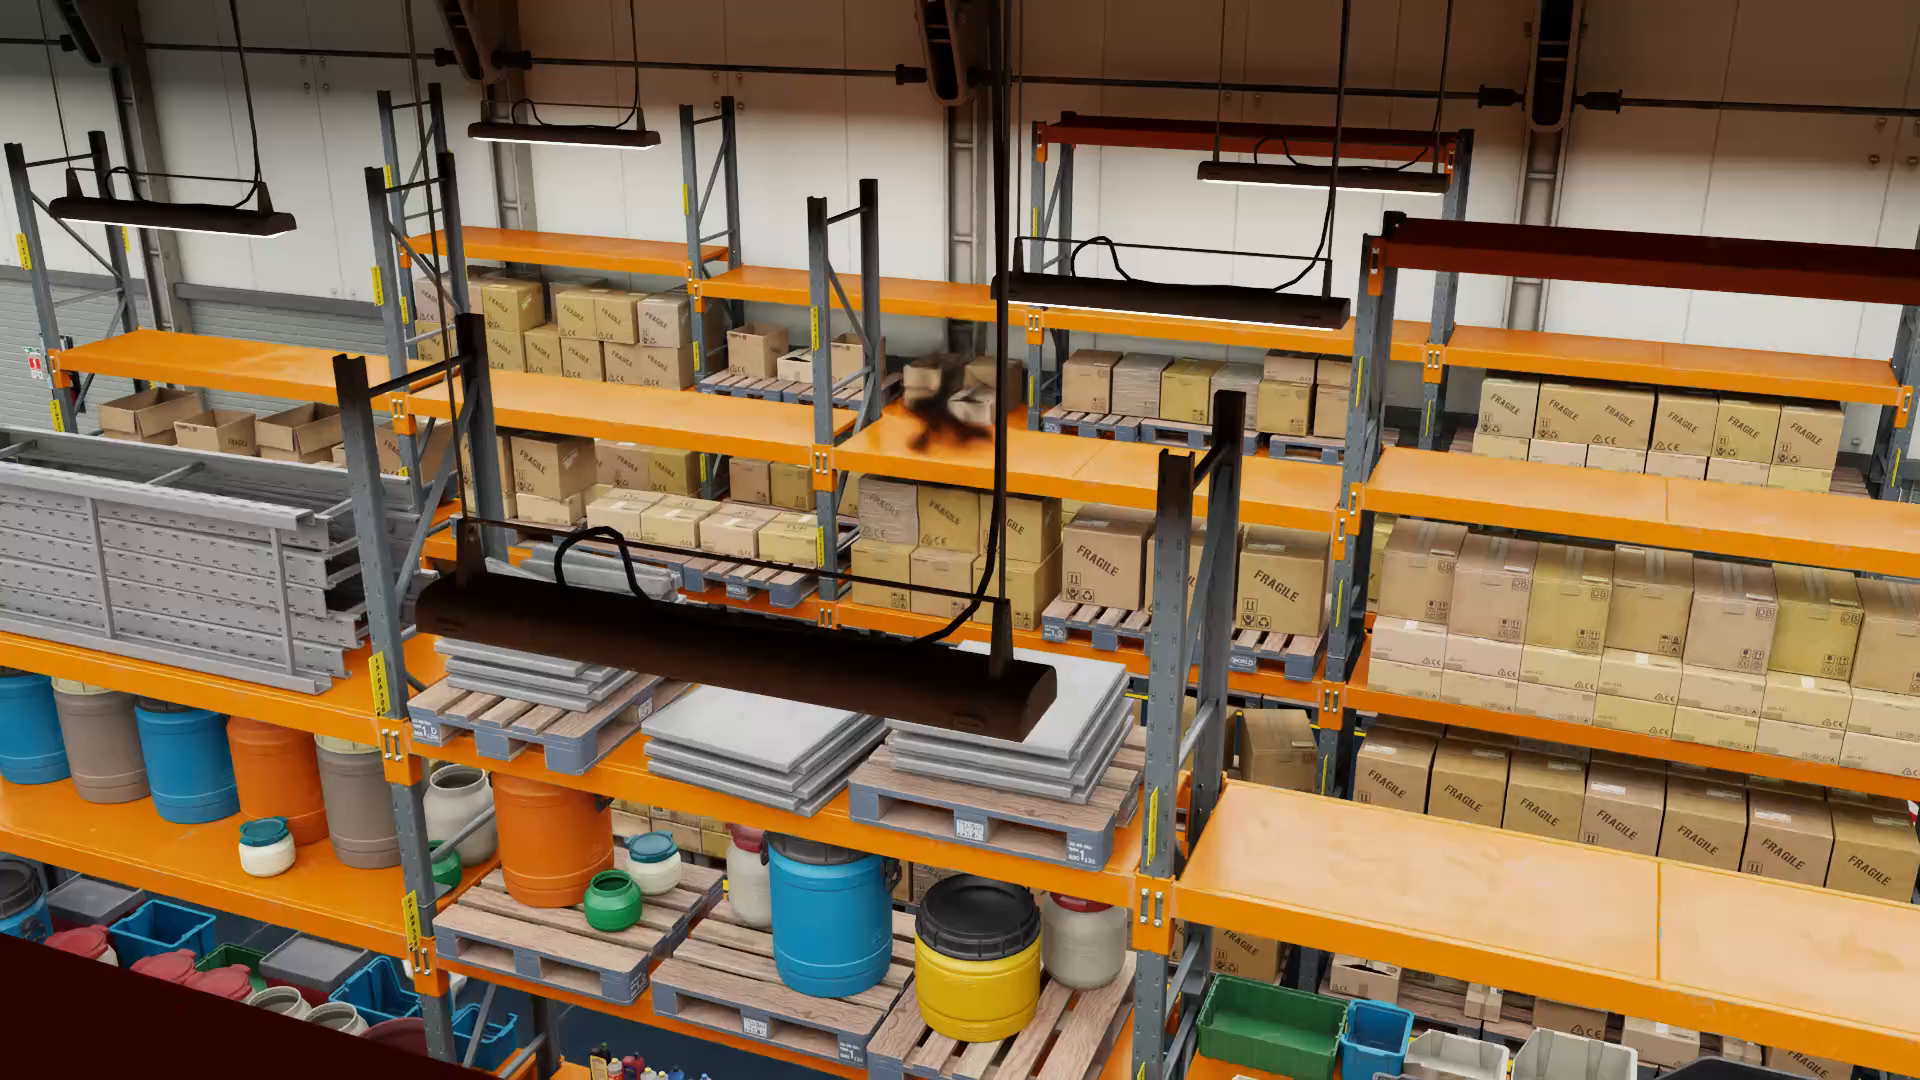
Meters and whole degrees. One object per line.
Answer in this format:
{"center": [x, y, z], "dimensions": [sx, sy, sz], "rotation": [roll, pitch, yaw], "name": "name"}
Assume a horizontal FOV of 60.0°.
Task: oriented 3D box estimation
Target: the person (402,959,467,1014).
{"center": [-3.634, 3.125, 11.737], "dimensions": [0.940, 1.681, 0.611], "rotation": [6, 22, 16], "name": "person"}
